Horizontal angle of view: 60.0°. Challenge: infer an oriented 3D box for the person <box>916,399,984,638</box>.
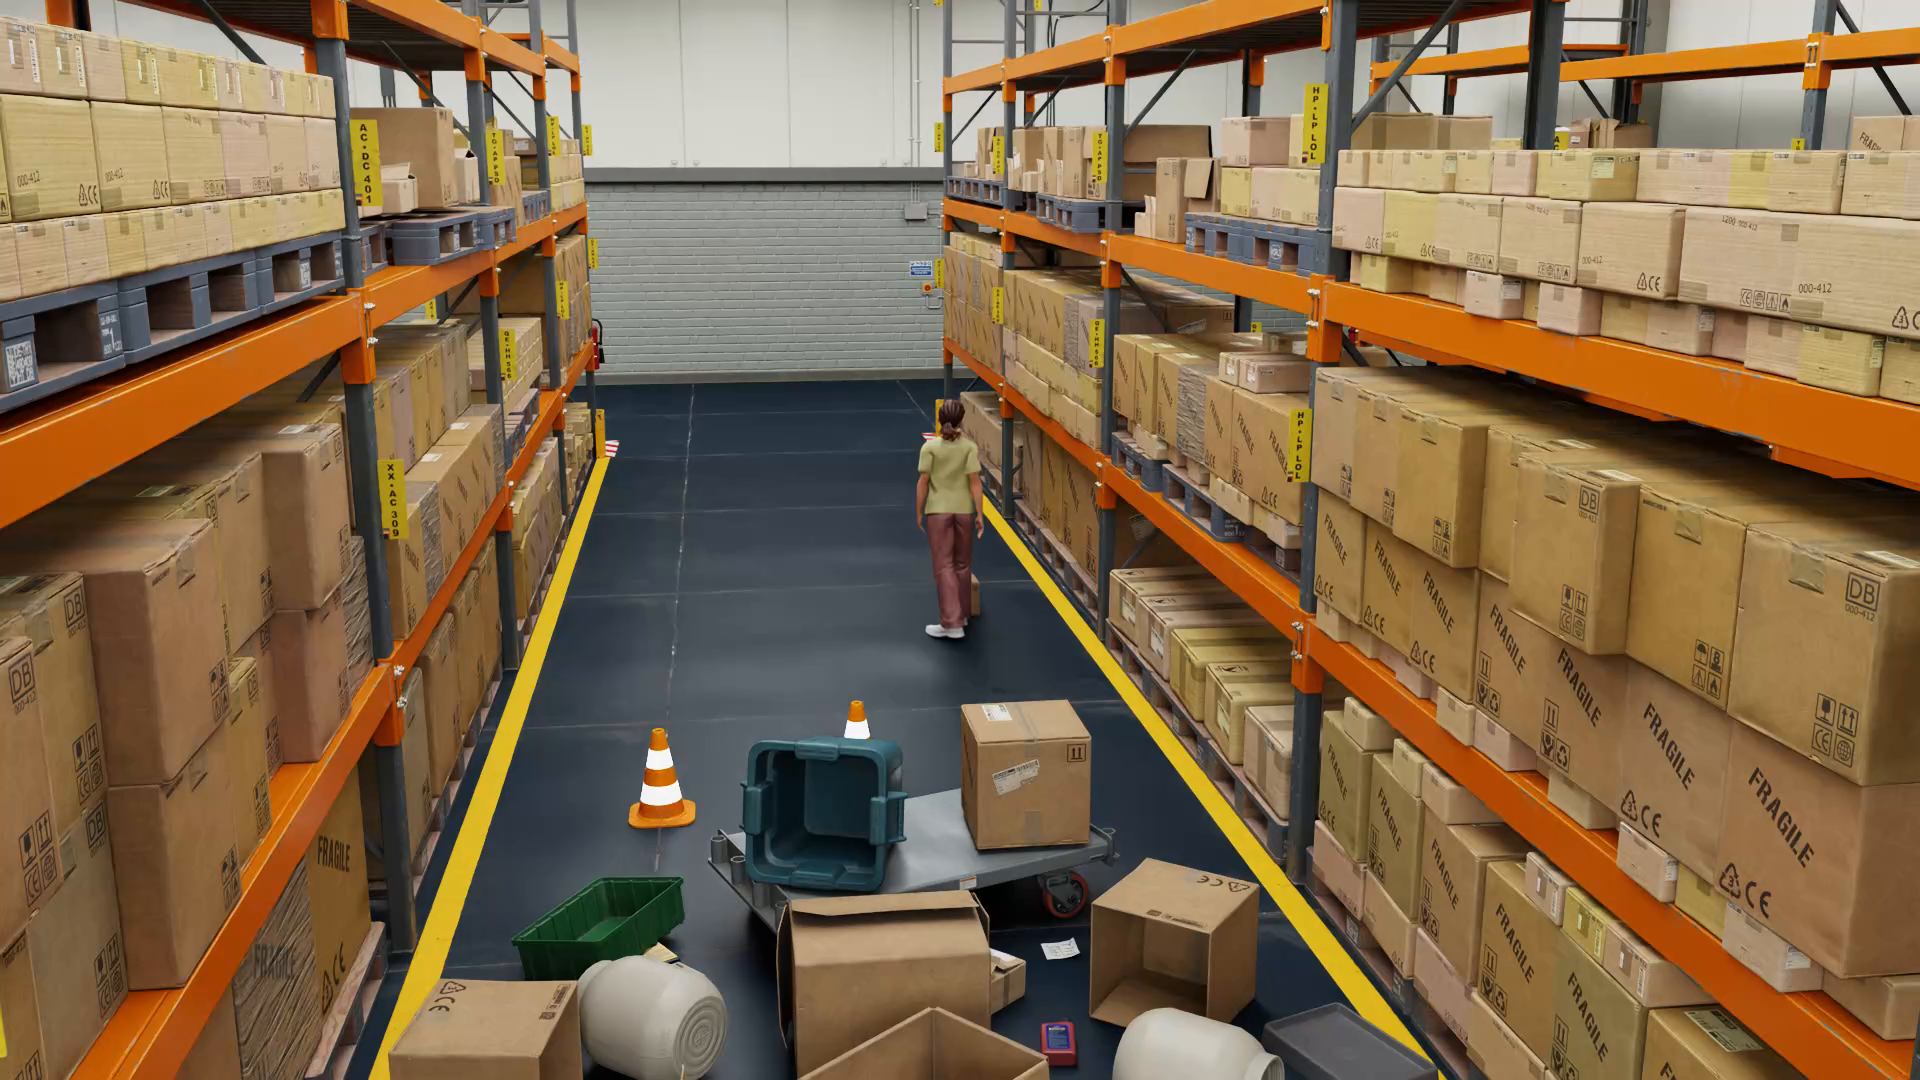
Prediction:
[{"bbox_3d":[-0.095,-0.171,11.703,0.444,1.659,0.658,-4,14,-15],"label":"person"}]
